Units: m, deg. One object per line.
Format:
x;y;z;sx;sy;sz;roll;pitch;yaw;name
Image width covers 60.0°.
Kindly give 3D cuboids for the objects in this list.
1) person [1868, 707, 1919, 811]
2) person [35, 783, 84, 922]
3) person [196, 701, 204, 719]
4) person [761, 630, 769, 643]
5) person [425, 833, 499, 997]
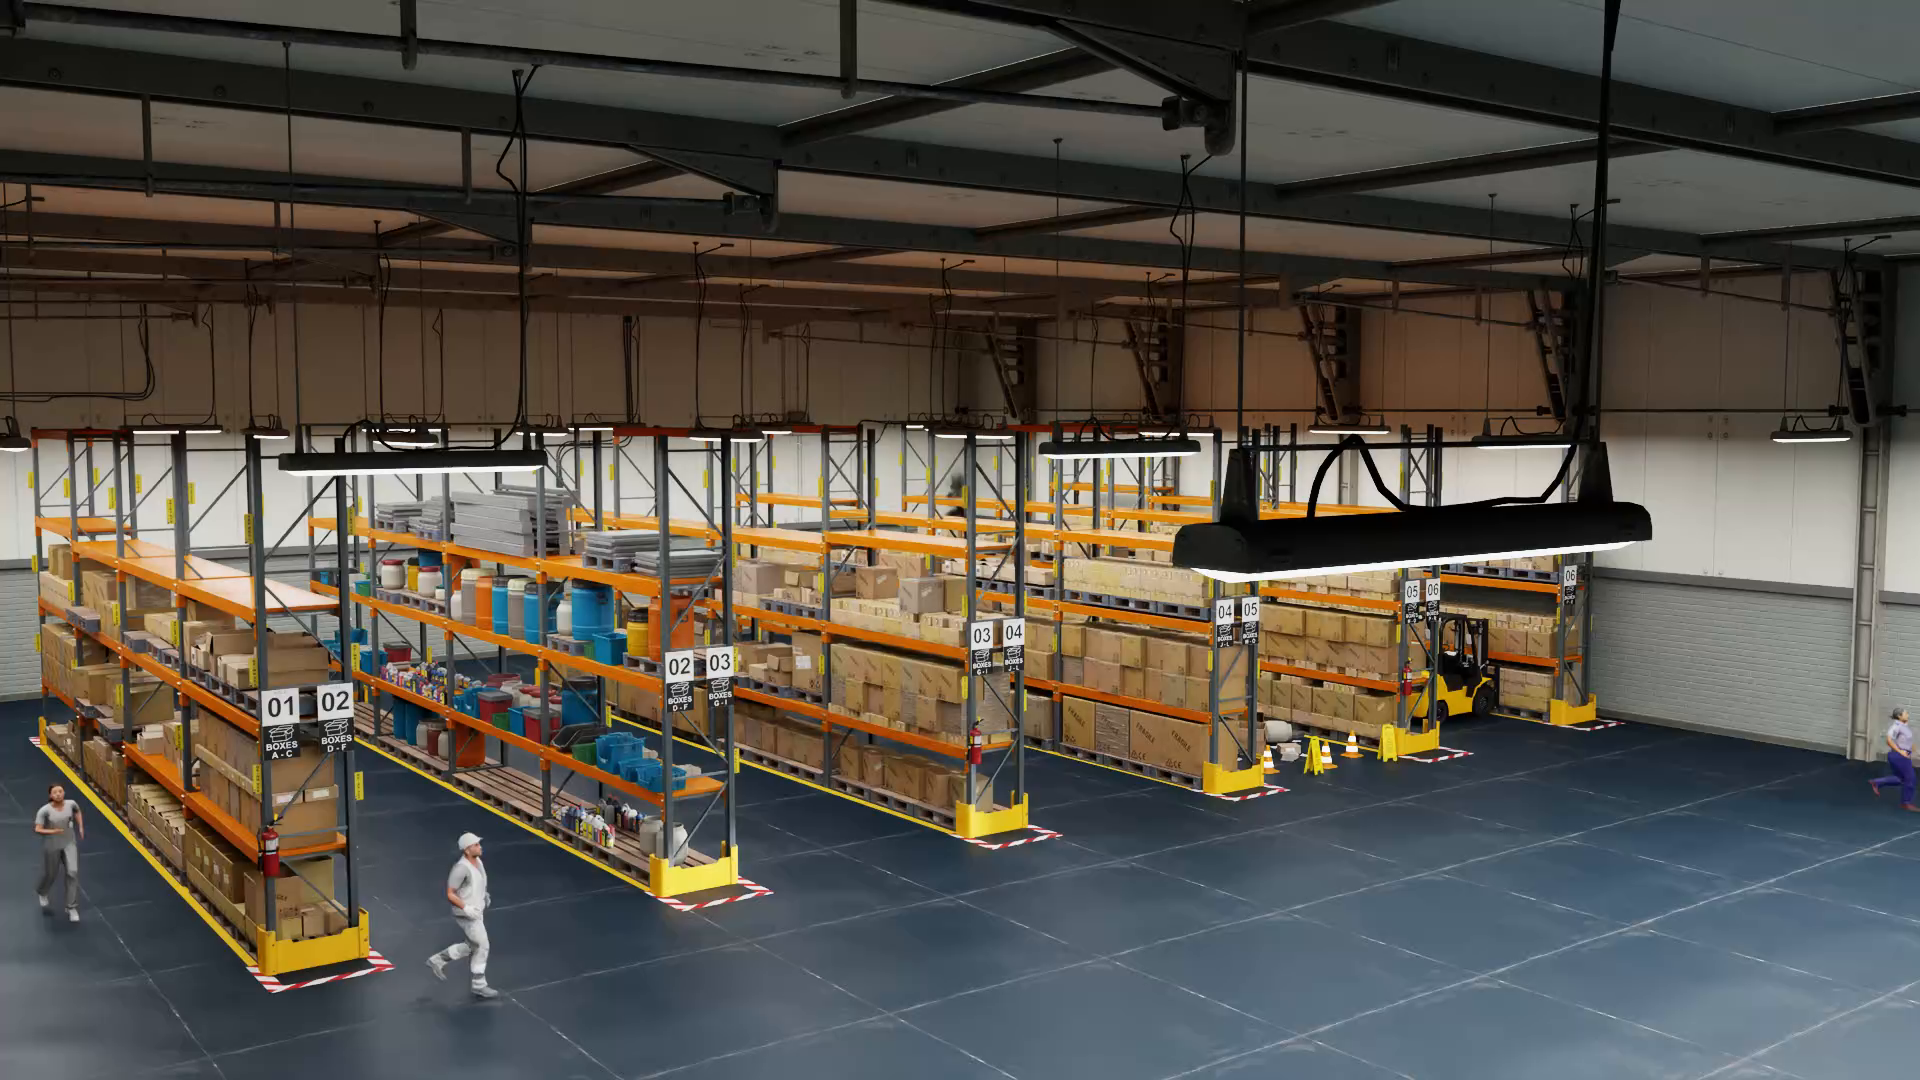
14.880;3.466;26.420;0.724;1.631;0.607;3;5;31;person
-11.285;3.858;20.833;0.575;1.695;0.955;-4;6;-41;person
-14.244;3.030;31.319;0.822;1.697;0.664;3;6;38;person
-4.890;2.201;42.149;0.698;1.652;0.600;-3;5;-30;person
-5.387;4.036;17.972;0.790;1.785;0.665;0;4;1;person
